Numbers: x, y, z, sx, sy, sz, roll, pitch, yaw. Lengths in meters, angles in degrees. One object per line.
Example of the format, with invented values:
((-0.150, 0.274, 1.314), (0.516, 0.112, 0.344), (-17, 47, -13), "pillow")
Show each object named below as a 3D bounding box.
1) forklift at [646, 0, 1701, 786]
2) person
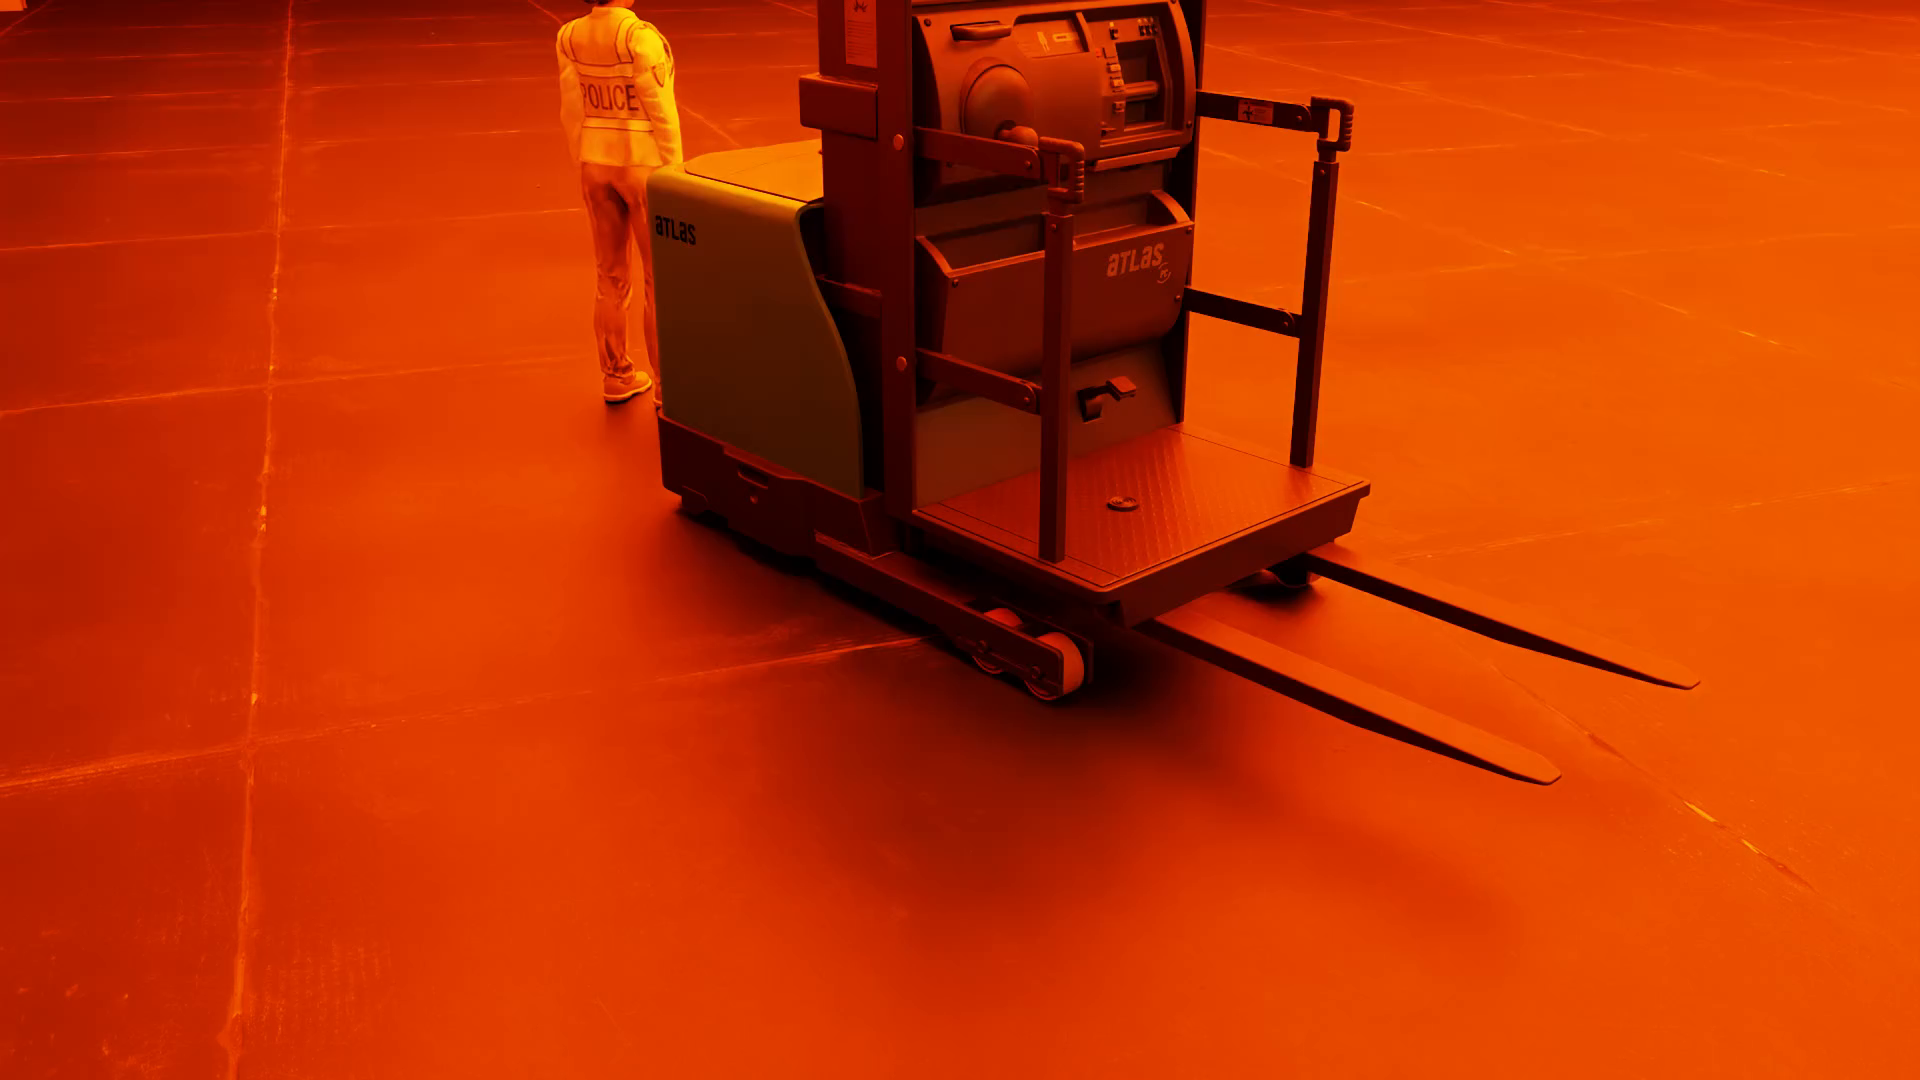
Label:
((0.409, -1.176, 4.096), (1.130, 2.935, 3.031), (-19, 30, -38), "forklift")
((-1.197, -1.317, 6.035), (0.457, 1.693, 0.357), (10, 25, 22), "person")
